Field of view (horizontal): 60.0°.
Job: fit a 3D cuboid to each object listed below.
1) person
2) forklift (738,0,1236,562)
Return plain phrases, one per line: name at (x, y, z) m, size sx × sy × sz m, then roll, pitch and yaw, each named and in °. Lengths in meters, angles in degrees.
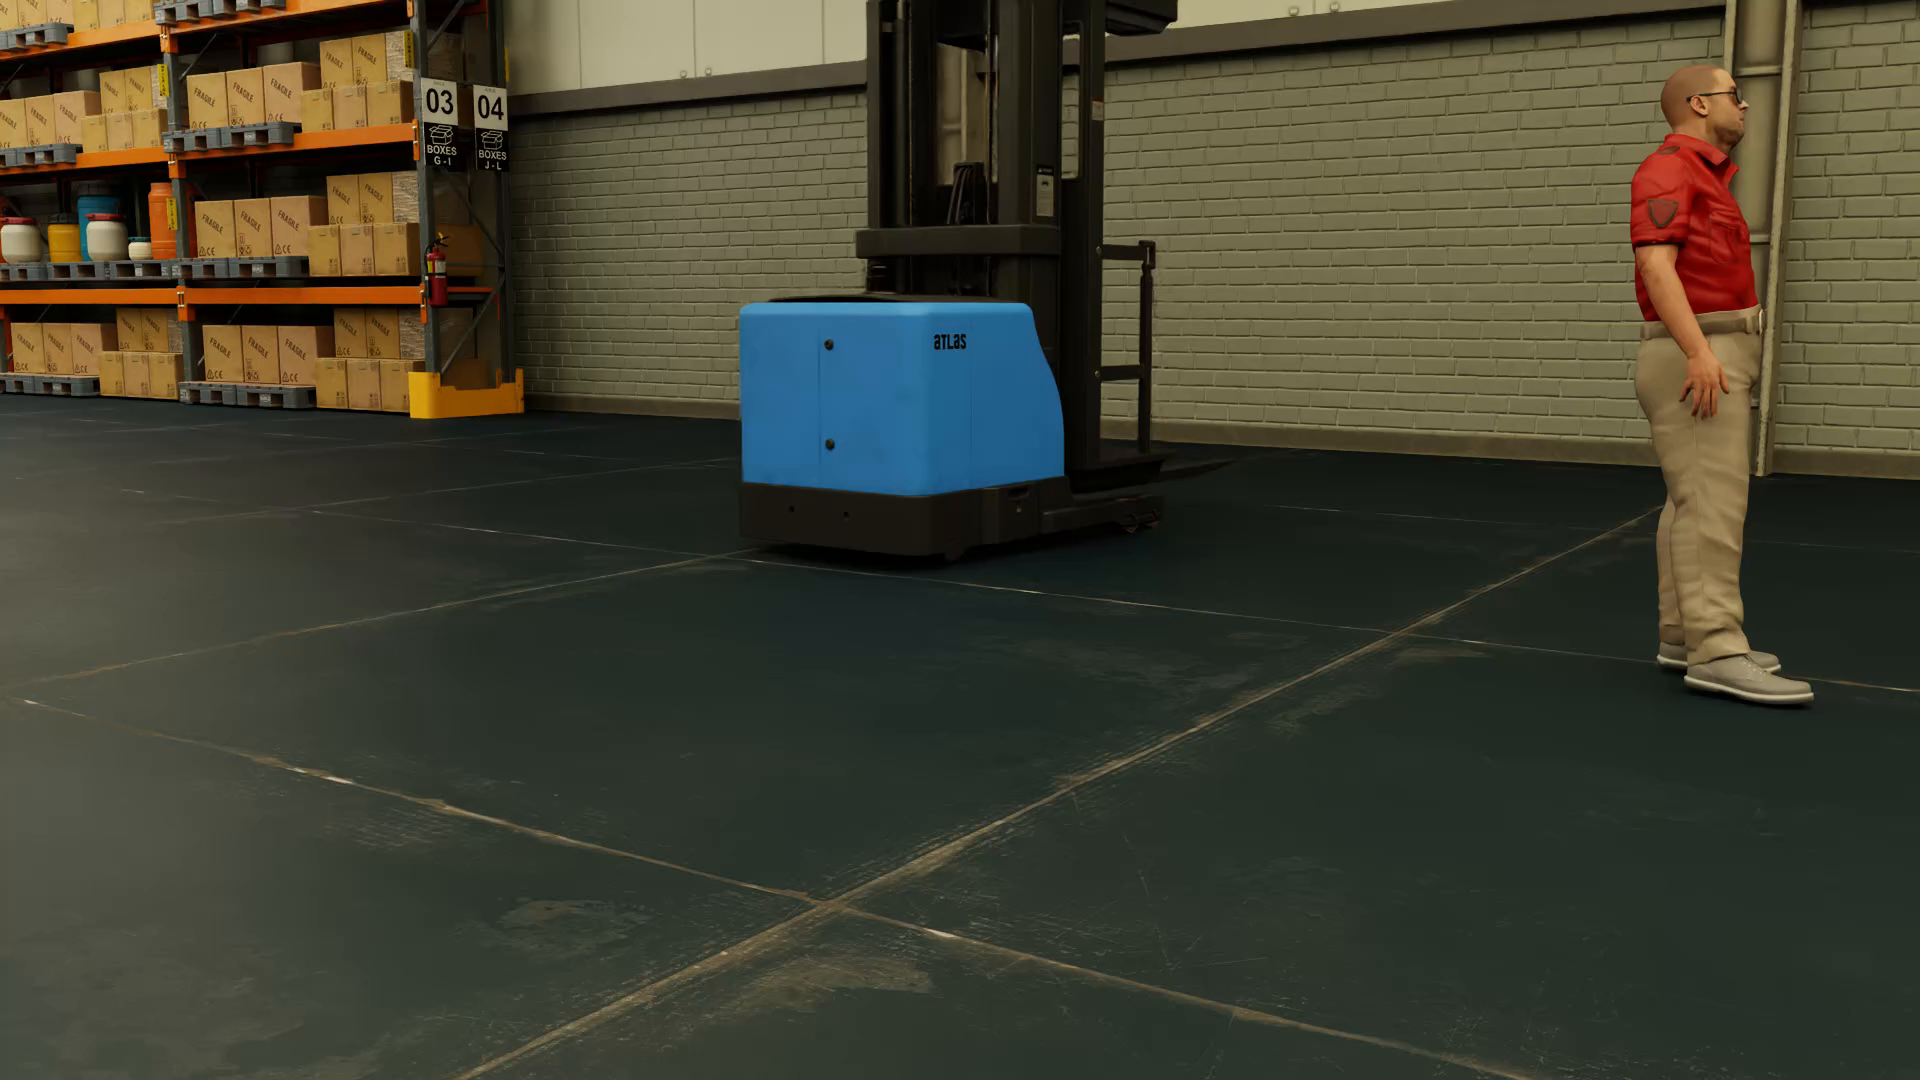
person at (2.175, -0.464, 4.677) m, size 0.551 × 1.727 × 0.640 m, roll 5°, pitch 9°, yaw 31°
forklift at (0.329, -1.523, 7.906) m, size 1.130 × 2.935 × 3.031 m, roll 6°, pitch 10°, yaw 37°
